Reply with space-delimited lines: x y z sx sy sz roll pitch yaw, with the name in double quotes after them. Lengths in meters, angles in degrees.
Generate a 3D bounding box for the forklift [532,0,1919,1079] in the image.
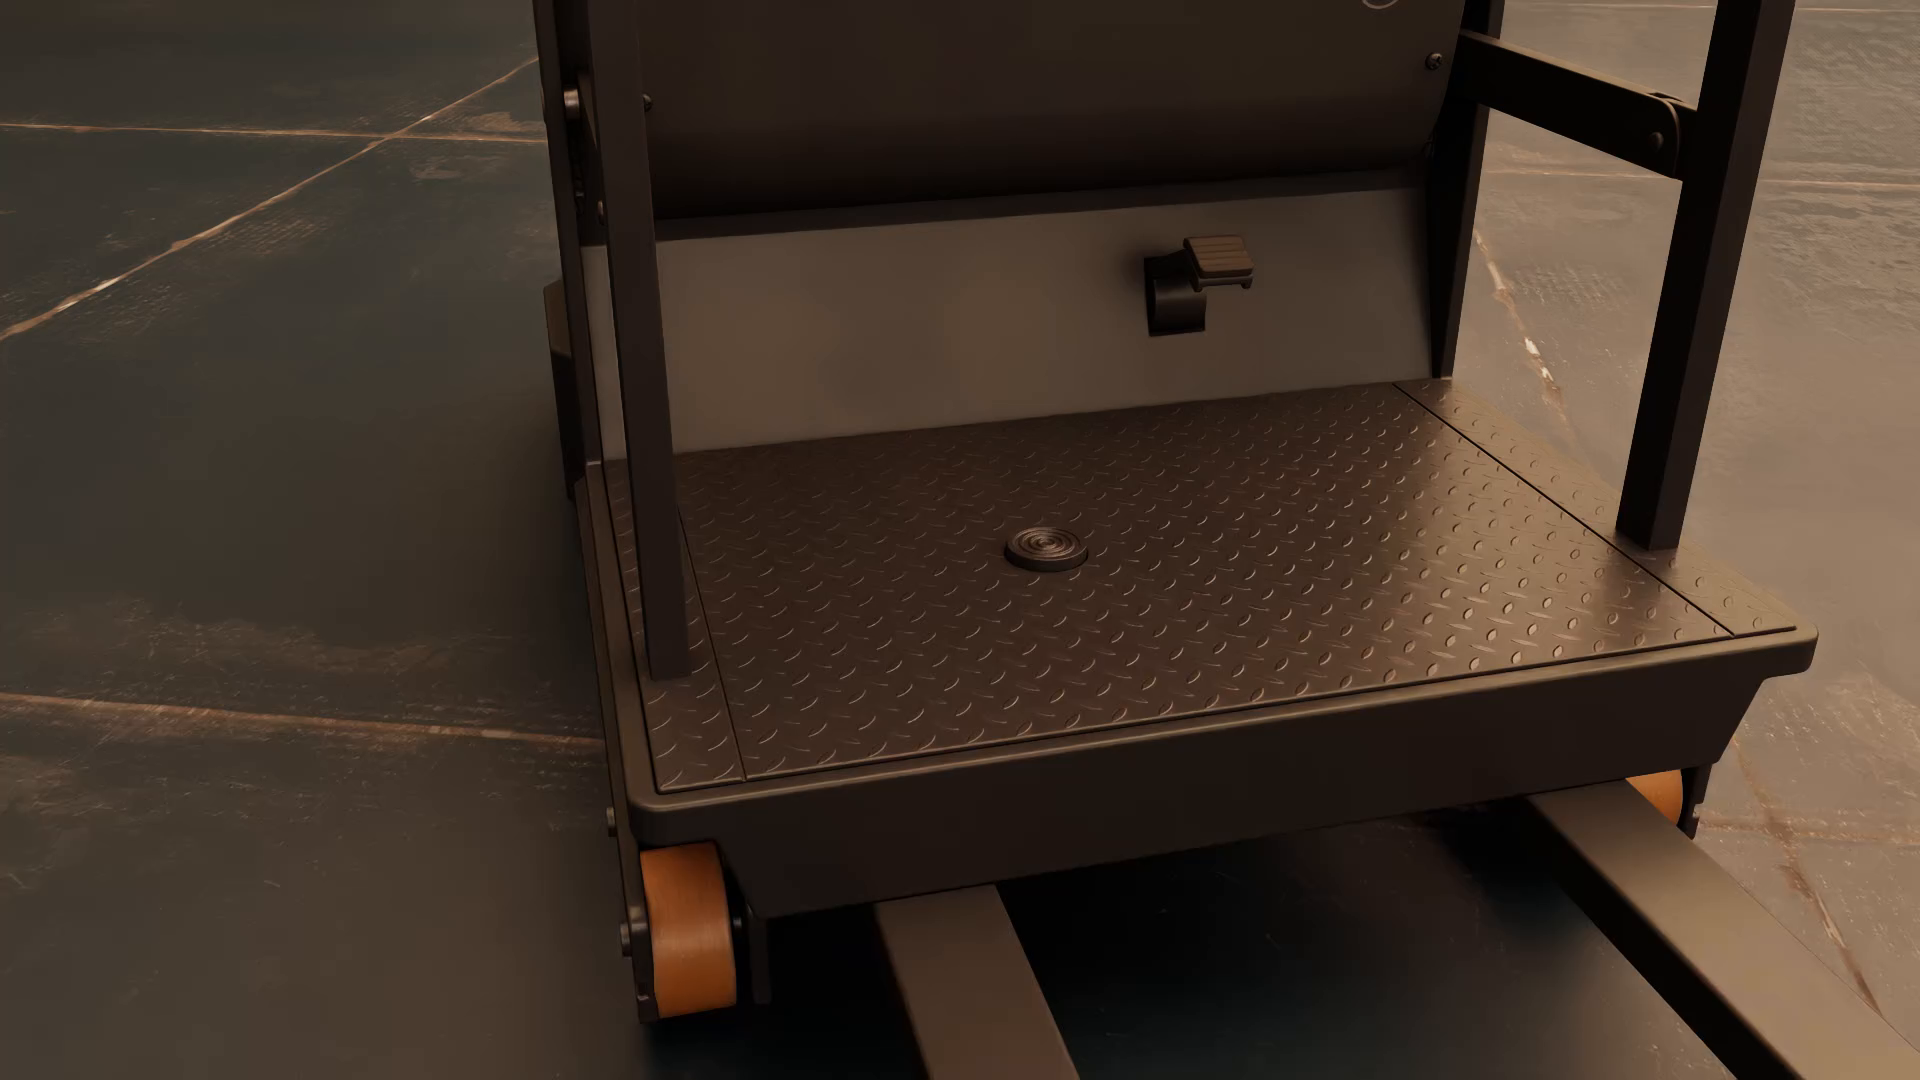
0.153 -1.049 1.319 1.130 2.935 3.031 -7 27 -13 "forklift"
